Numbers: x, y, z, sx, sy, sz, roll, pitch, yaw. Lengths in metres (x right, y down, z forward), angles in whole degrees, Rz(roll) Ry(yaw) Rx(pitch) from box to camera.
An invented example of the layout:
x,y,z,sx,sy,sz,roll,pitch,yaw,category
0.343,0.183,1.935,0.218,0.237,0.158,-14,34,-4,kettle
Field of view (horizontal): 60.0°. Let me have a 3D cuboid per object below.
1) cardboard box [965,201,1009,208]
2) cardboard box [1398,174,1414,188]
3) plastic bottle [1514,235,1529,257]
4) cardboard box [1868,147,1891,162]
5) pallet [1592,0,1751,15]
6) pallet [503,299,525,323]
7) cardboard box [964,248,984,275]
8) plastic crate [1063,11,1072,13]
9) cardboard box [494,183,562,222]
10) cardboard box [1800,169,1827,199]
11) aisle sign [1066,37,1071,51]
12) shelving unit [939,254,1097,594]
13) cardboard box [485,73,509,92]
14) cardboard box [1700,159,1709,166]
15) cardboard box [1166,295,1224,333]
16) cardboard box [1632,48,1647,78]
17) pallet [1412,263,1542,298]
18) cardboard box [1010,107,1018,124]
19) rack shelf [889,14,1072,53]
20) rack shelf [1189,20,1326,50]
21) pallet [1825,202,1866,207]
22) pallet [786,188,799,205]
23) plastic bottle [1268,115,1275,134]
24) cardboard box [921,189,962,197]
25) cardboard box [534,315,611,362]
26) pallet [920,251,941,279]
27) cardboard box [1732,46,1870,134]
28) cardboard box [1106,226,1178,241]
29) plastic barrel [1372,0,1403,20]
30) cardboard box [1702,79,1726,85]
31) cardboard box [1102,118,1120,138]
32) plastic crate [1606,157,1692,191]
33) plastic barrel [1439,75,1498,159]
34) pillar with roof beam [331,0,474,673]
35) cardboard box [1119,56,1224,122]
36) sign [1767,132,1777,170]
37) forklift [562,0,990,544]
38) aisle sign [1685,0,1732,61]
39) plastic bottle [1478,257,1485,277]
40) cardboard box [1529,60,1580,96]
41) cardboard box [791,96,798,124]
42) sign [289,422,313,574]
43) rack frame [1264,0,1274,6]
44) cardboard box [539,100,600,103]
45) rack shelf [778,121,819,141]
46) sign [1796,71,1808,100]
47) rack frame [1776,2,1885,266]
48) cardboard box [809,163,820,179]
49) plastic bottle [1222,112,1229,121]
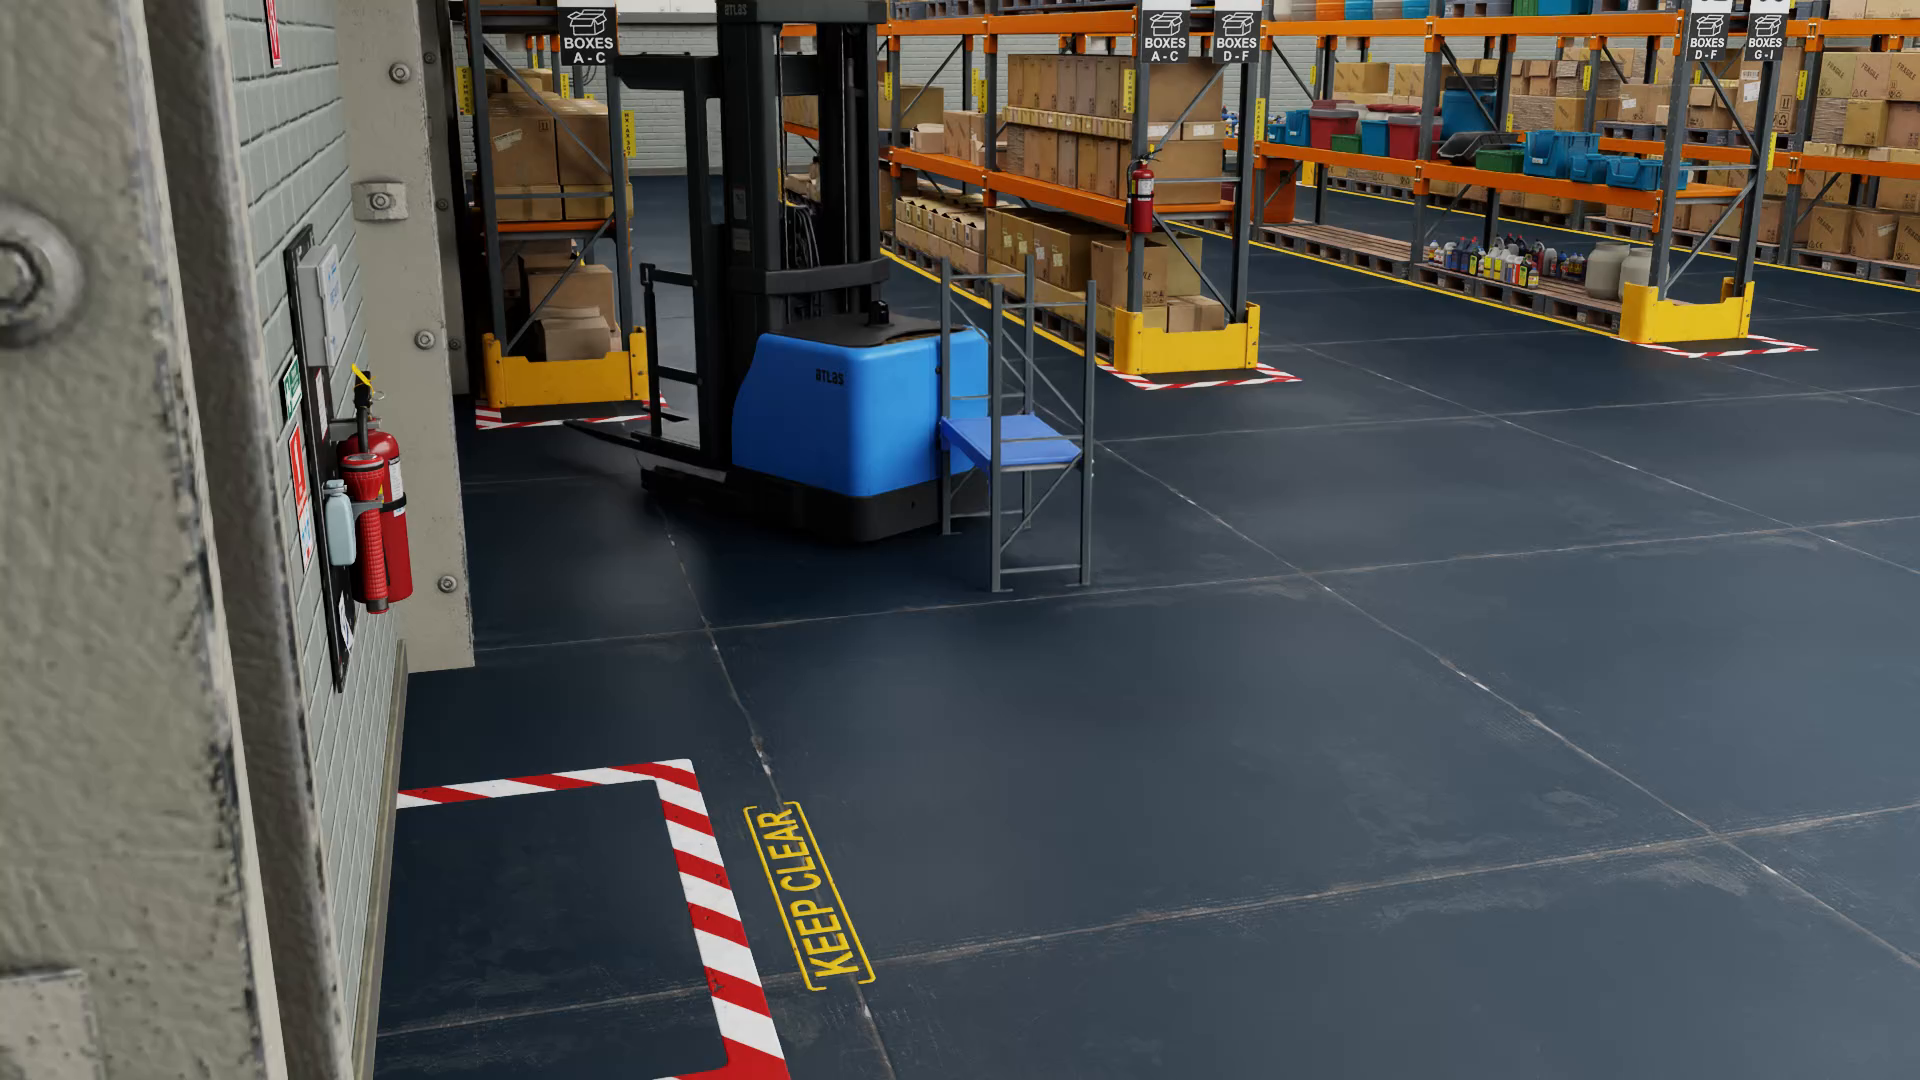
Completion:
x,y,z,sx,sy,sz,roll,pitch,yaw,category
0.315,-3.820,19.530,0.500,0.311,0.500,-5,17,-16,cardboard box
7.972,-6.337,27.797,0.875,0.875,0.875,-5,17,-15,cardboard box
6.019,-3.093,17.876,0.144,0.351,0.185,-6,18,-18,plastic bottle
10.303,-4.270,18.389,0.380,0.149,0.250,-5,17,-15,cardboard box
6.478,-4.836,14.952,1.003,0.211,1.213,-5,17,-15,pallet
-3.795,-2.058,15.437,1.003,0.211,1.213,-5,17,-15,pallet
0.356,-2.945,17.593,0.500,0.250,0.500,-5,17,-16,cardboard box
2.052,-8.925,28.462,0.497,0.269,0.590,-5,17,-15,plastic crate
-3.229,-2.522,12.359,0.500,0.250,0.500,-4,17,-14,cardboard box
13.401,-5.531,25.767,0.500,0.500,0.500,-4,17,-13,cardboard box
1.909,-8.921,28.916,0.394,0.787,0.004,-5,17,-15,aisle sign
0.269,-0.620,8.411,0.538,1.500,1.048,-4,17,-13,shelving unit
-5.487,-5.347,19.509,0.500,0.250,0.500,-4,17,-14,cardboard box
12.977,-6.561,28.771,0.380,0.149,0.250,-4,17,-13,cardboard box
1.914,-1.913,14.156,0.500,0.250,0.500,-5,17,-15,cardboard box
12.209,-8.392,29.245,0.500,0.500,0.500,-4,17,-14,cardboard box
5.657,-2.835,18.024,1.003,0.211,1.213,-5,17,-15,pallet
0.705,-4.169,16.315,0.380,0.149,0.250,-4,17,-14,cardboard box
0.199,-5.614,18.466,1.077,0.370,4.000,-5,17,-15,rack shelf
3.863,-7.112,23.449,1.077,0.370,4.000,-5,17,-15,rack shelf
13.759,-5.103,25.573,1.003,0.211,1.213,-5,17,-15,pallet
-2.308,-5.711,27.599,1.003,0.211,1.213,-5,17,-15,pallet
4.372,-5.813,23.313,0.097,0.271,0.097,0,17,0,plastic bottle
-0.201,-4.238,21.426,0.500,0.500,0.500,-4,17,-13,cardboard box
-3.018,-1.592,12.946,0.500,0.311,0.500,-7,18,-22,cardboard box
0.170,-3.173,19.147,1.003,0.211,1.213,-5,17,-15,pallet
10.191,-5.471,20.178,1.000,1.000,1.000,-5,17,-15,cardboard box
1.625,-2.548,14.965,0.500,0.500,0.500,-5,17,-15,cardboard box
4.984,-6.341,18.762,0.600,0.901,0.600,0,17,0,plastic barrel
12.539,-7.549,27.541,0.380,0.149,0.250,-4,17,-12,cardboard box
1.416,-3.455,13.939,0.380,0.149,0.250,-5,17,-16,cardboard box
6.186,-3.297,14.972,0.499,0.251,0.616,-5,17,-15,plastic crate
5.697,-4.731,18.616,0.600,0.901,0.708,-5,17,-15,plastic barrel
1.850,-4.149,7.123,9.100,9.000,0.400,-5,17,-15,pillar with roof beam
1.717,-3.677,13.549,0.700,0.500,0.500,-5,17,-15,cardboard box
7.142,-3.428,14.670,0.100,0.325,0.005,-5,17,-15,sign
-1.243,-1.722,9.590,3.031,2.935,1.130,15,23,41,forklift
6.346,-4.455,14.050,0.394,0.787,0.004,-5,17,-15,aisle sign
5.442,-2.842,17.298,0.097,0.201,0.097,0,17,0,plastic bottle
8.813,-6.770,24.359,0.797,0.503,0.637,-4,17,-14,cardboard box
-2.399,-6.911,26.573,0.500,0.500,0.500,-5,17,-15,cardboard box
-1.594,-0.105,4.026,0.001,0.329,0.234,-5,17,-15,sign
4.413,-8.339,21.073,1.000,3.000,0.127,-5,17,-15,rack frame
-3.443,-3.630,14.743,0.500,0.500,0.500,-5,17,-16,cardboard box
-2.000,-6.391,26.264,1.077,0.370,4.000,-5,17,-15,rack shelf
9.742,-5.261,19.240,0.100,0.325,0.005,-5,17,-15,sign
10.275,-4.751,19.556,1.000,3.000,0.127,-5,17,-15,rack frame
-1.971,-5.716,26.343,0.797,0.503,0.637,-5,17,-15,cardboard box
3.894,-6.135,24.385,0.097,0.271,0.097,0,17,0,plastic bottle
